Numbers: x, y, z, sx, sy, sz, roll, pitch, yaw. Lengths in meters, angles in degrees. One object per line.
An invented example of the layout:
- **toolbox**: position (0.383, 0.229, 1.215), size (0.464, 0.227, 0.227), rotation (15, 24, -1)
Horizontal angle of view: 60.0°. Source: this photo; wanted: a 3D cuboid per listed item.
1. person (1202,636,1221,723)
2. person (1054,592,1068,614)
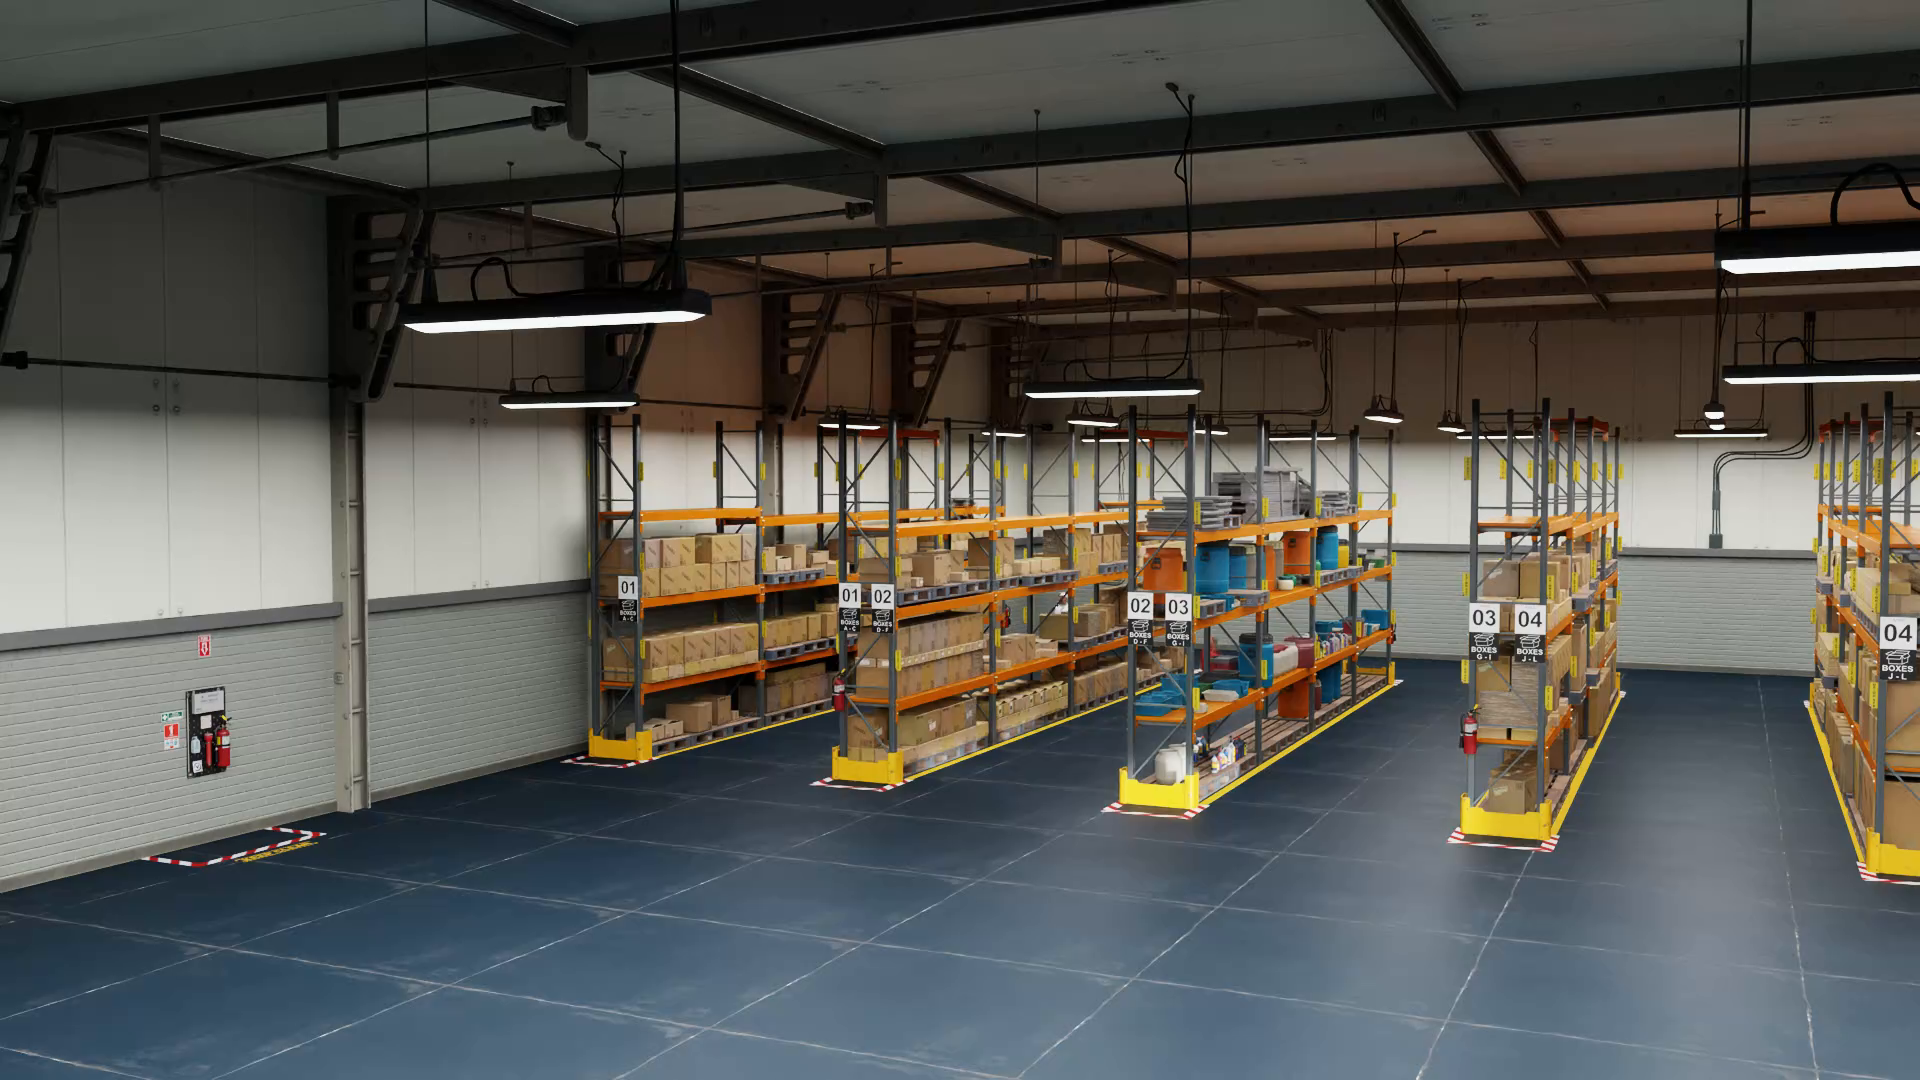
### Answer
- **person**: position (5.002, 2.772, 33.160), size (0.386, 1.729, 0.578), rotation (0, 2, 8)
- **person**: position (2.783, 2.295, 44.906), size (0.588, 1.777, 0.428), rotation (0, 2, 4)
